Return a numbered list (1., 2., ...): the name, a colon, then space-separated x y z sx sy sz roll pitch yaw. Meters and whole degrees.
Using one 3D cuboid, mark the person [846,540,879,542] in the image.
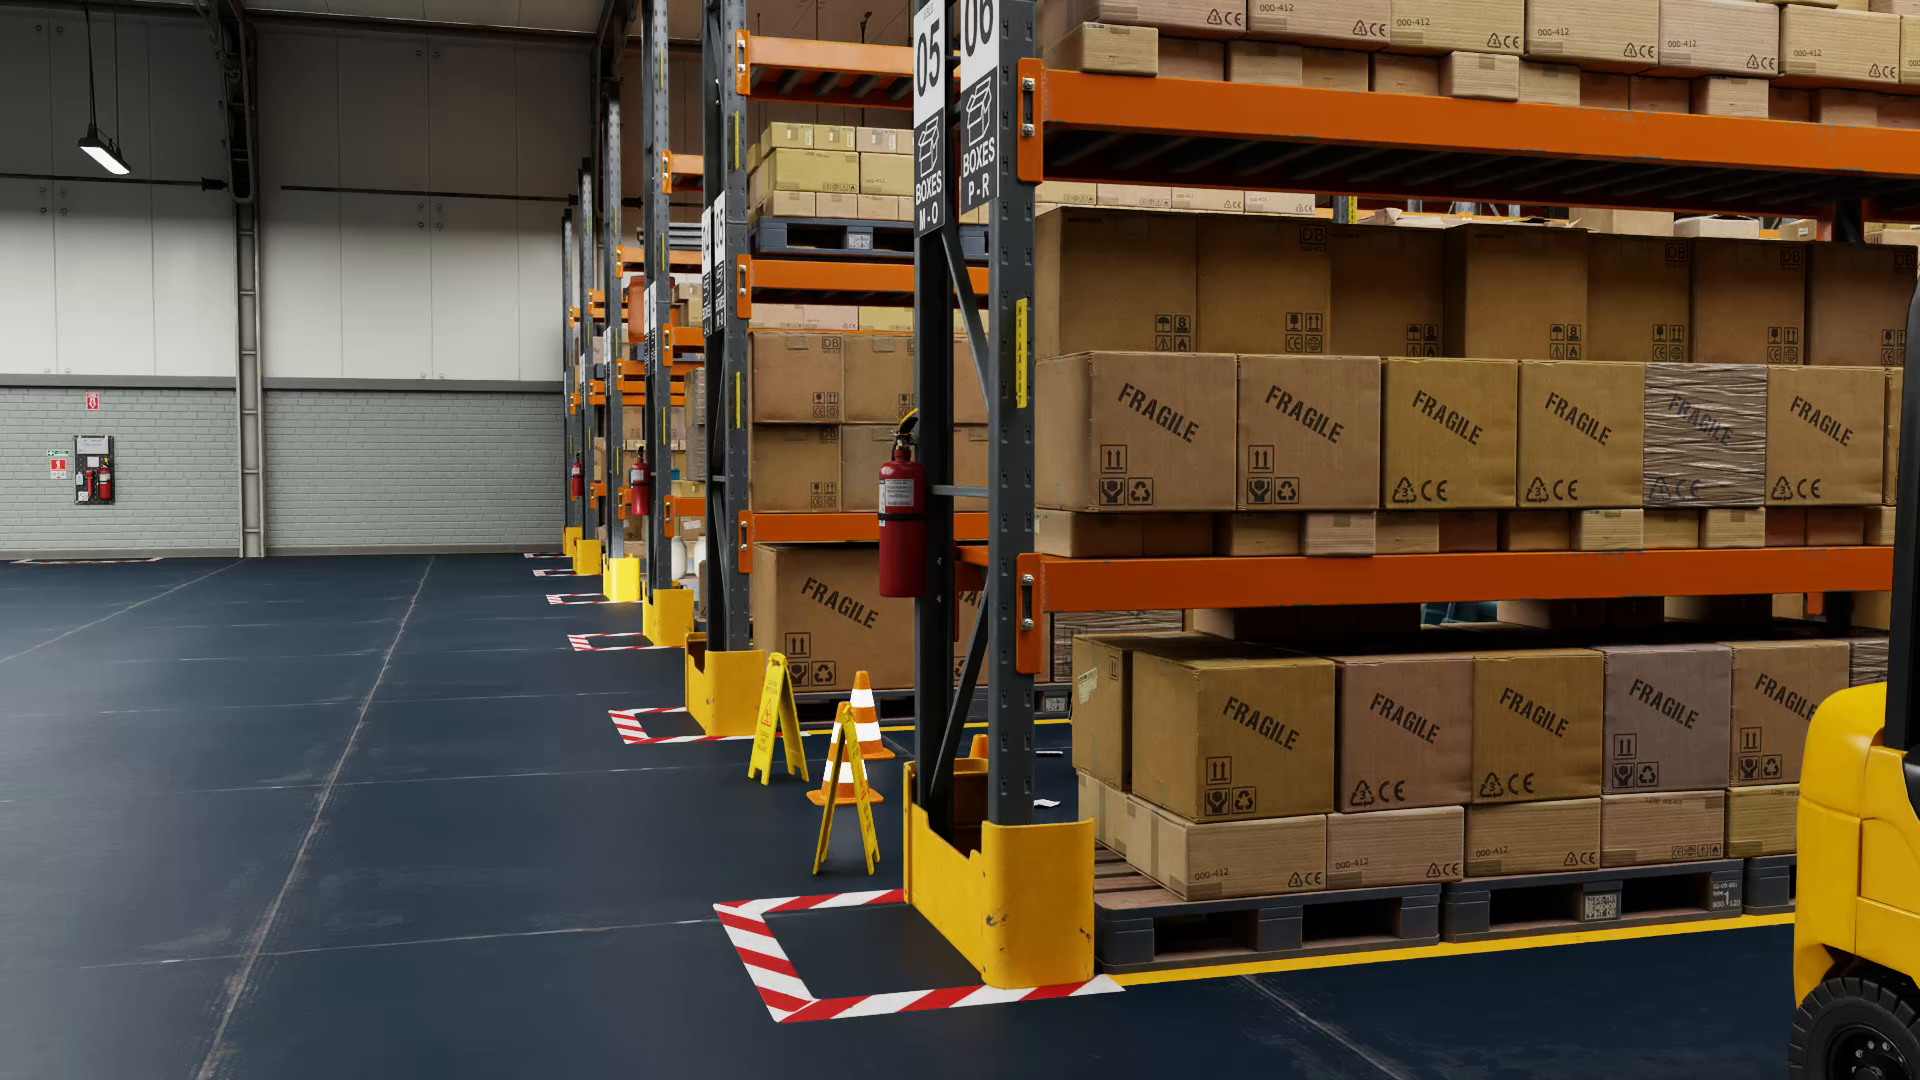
1. person: -0.937 -0.102 17.960 0.603 1.813 0.397 -1 3 -25
